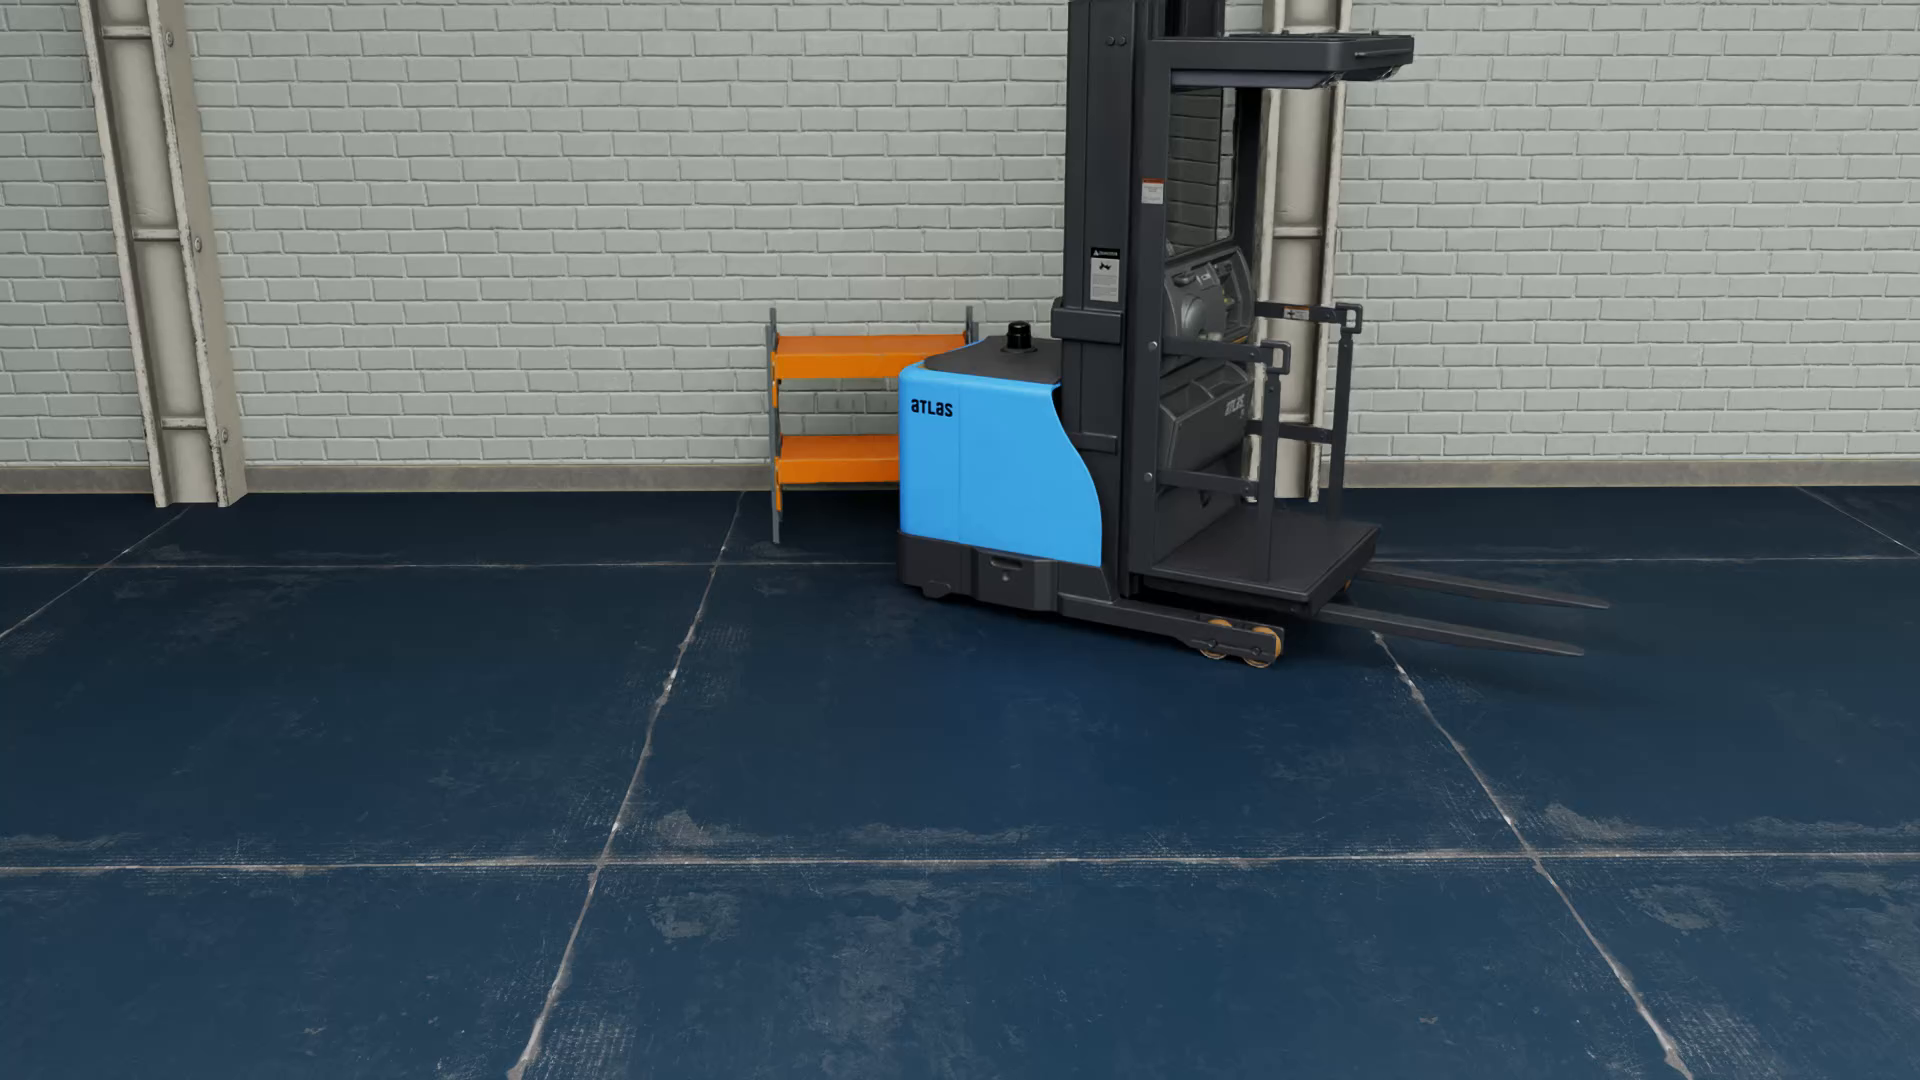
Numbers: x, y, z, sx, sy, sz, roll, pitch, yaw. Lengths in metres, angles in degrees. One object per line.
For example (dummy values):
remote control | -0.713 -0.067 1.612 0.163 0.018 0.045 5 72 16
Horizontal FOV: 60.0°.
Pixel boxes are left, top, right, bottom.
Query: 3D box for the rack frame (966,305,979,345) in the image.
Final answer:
rack frame | 0.061 -0.613 8.616 0.032 1.125 0.500 -1 18 -3

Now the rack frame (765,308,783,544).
rack frame | -0.954 -0.593 8.556 0.032 1.125 0.500 -1 18 -3

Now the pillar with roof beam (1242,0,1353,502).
pillar with roof beam | 1.853 -3.227 3.876 0.400 9.000 9.100 0 18 -1

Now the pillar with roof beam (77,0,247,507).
pillar with roof beam | -4.146 -3.198 3.786 0.400 9.000 9.100 0 18 -1

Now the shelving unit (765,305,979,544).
shelving unit | -0.447 -0.603 8.586 1.048 1.125 0.538 -1 18 -3

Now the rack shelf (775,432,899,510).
rack shelf | -0.447 -0.370 8.661 1.000 0.278 0.538 -1 18 -3

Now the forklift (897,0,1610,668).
forklift | 1.247 -1.052 7.027 3.031 2.935 1.130 10 20 28

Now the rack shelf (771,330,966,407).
rack shelf | -0.447 -0.882 8.496 1.000 0.278 0.538 -1 18 -3
